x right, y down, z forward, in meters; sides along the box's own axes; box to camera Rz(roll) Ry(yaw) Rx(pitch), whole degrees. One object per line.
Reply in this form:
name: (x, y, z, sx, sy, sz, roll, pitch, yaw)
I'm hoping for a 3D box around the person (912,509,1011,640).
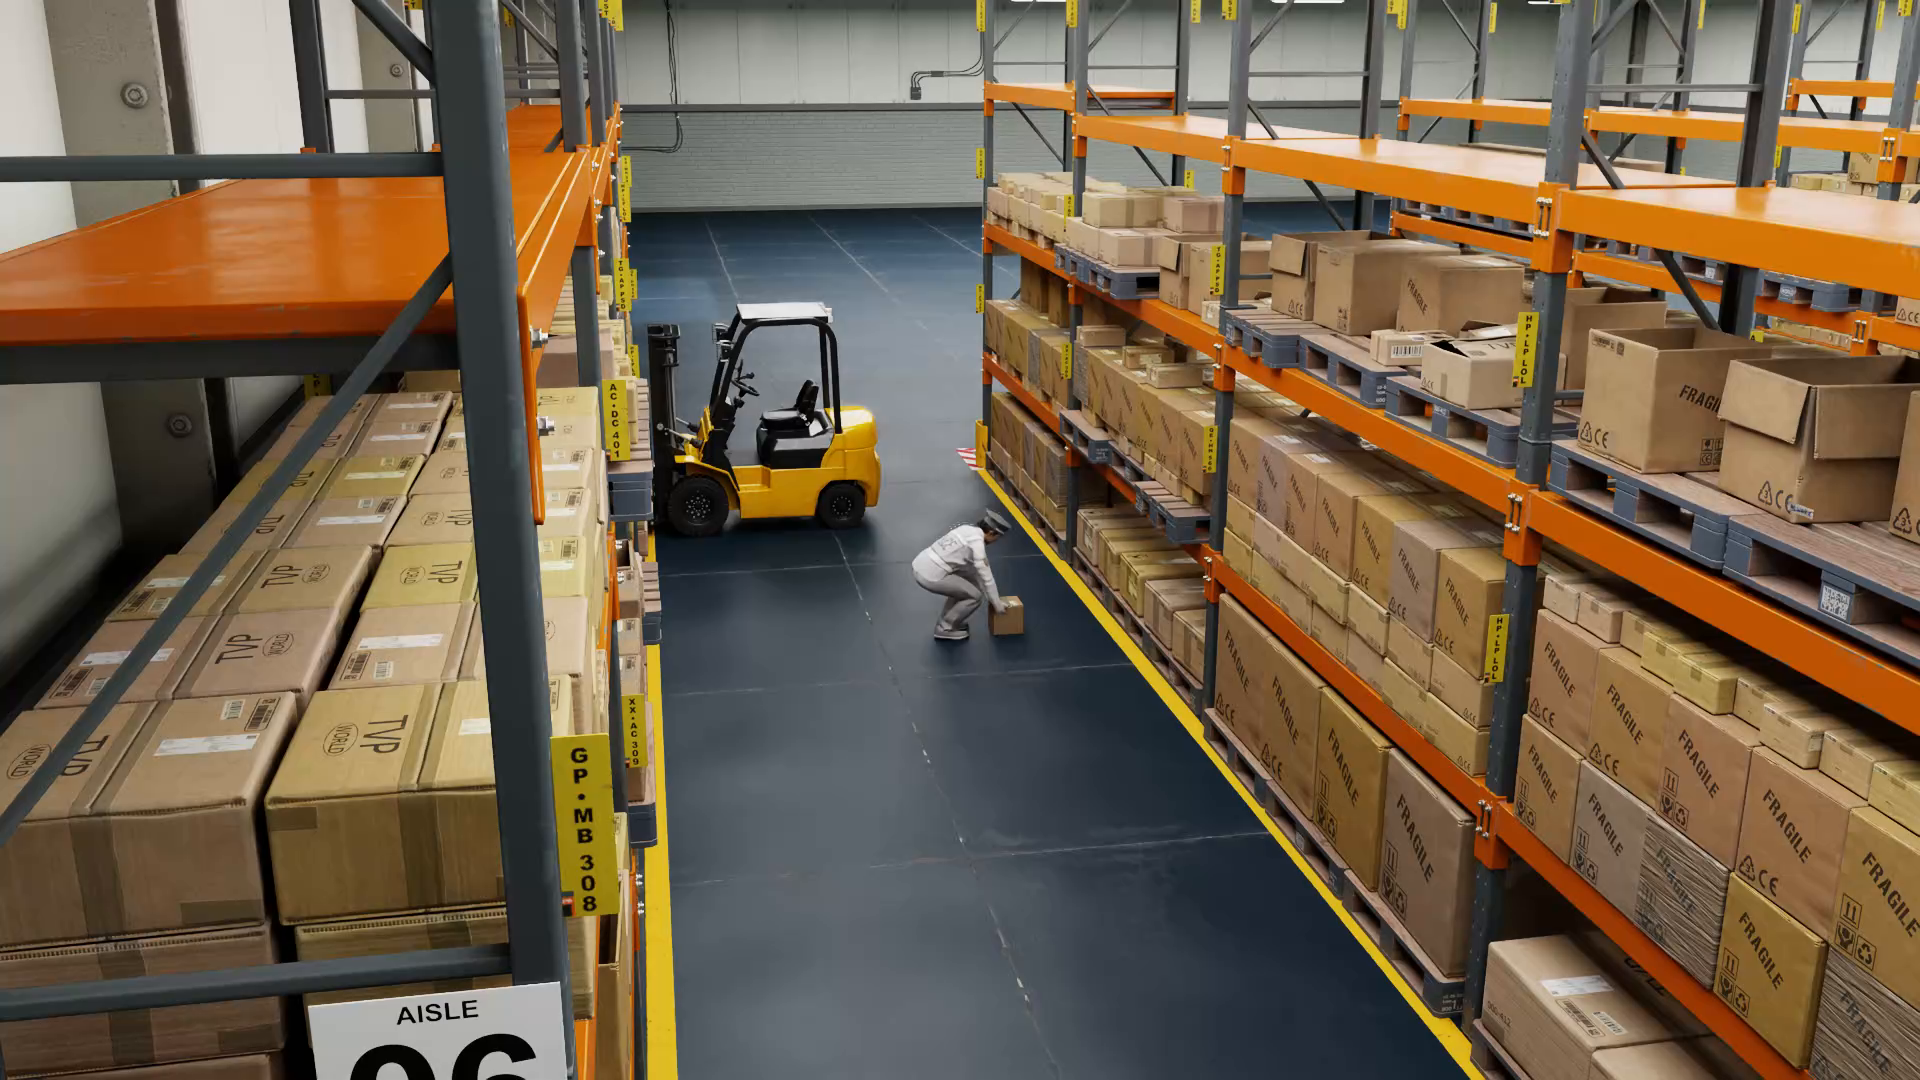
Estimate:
person: (0.019, 0.274, 13.743, 0.836, 1.028, 0.498, -3, 17, -11)
